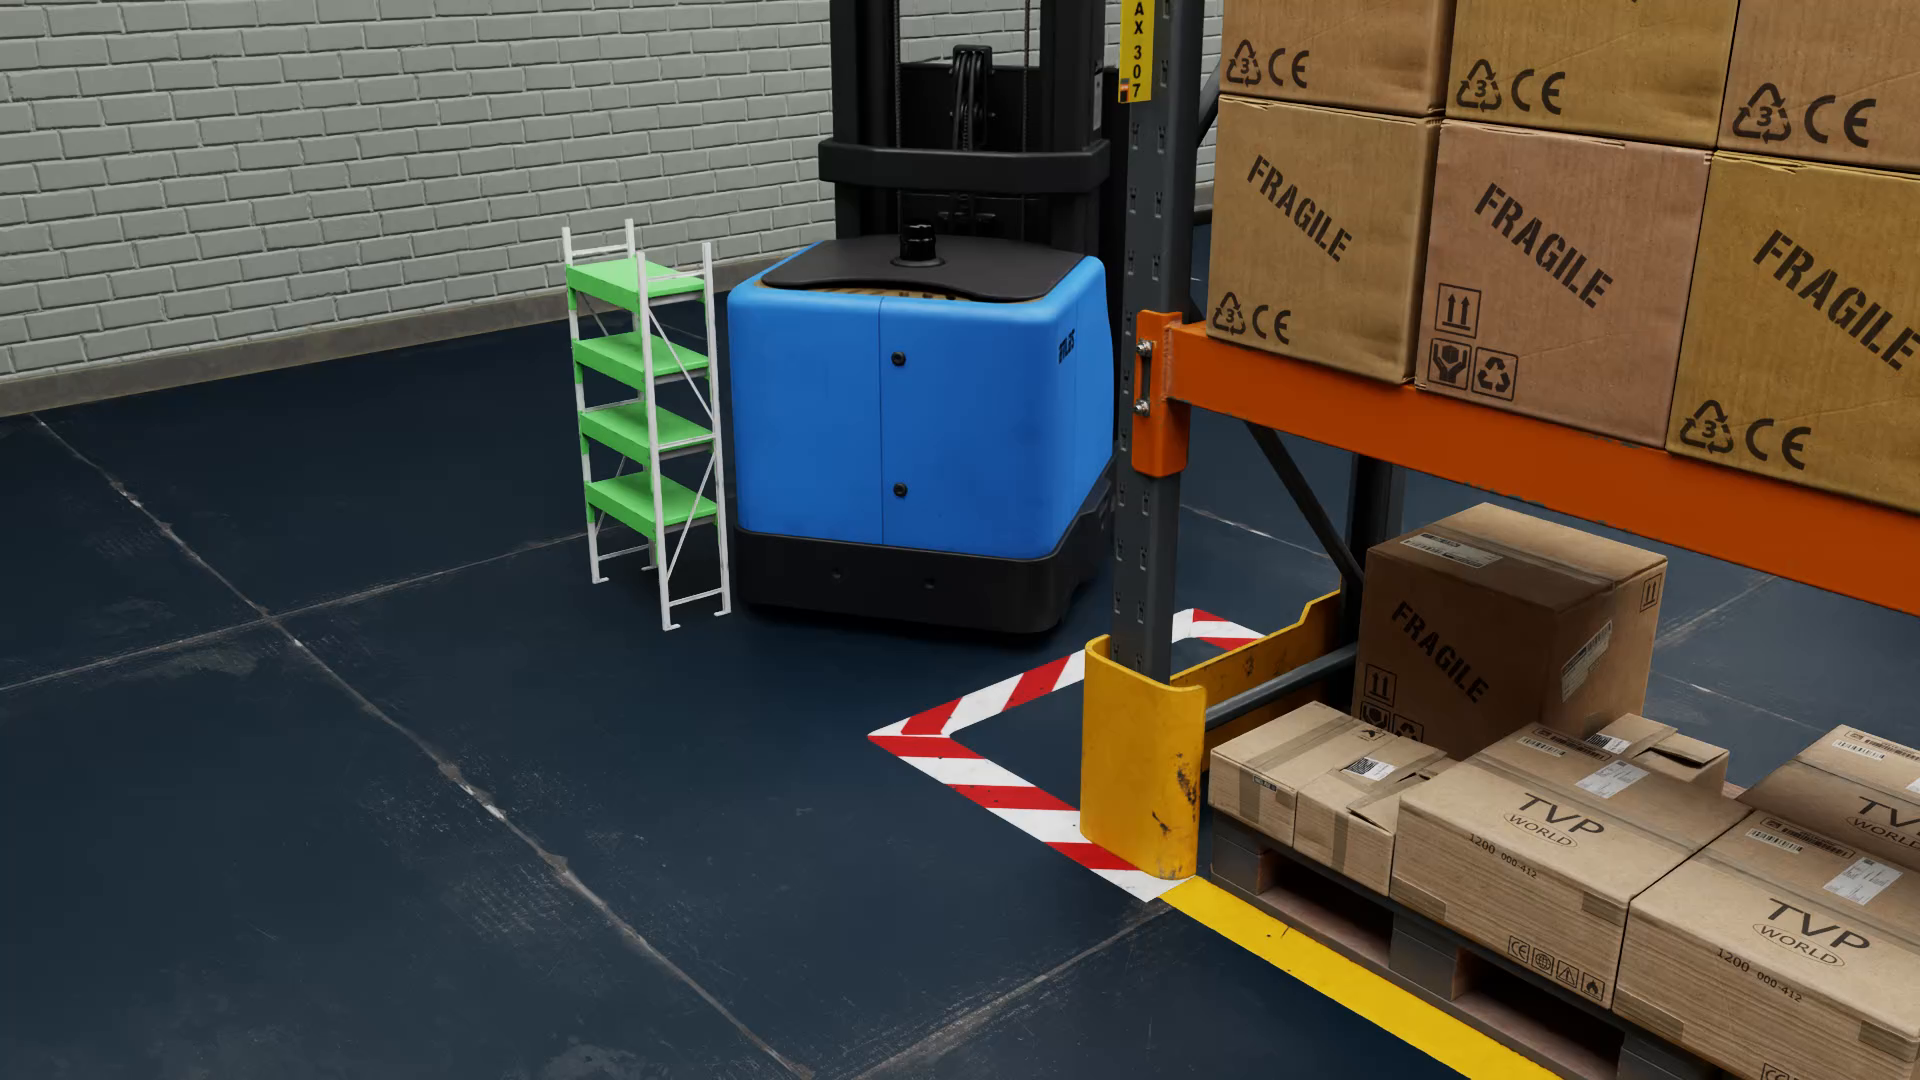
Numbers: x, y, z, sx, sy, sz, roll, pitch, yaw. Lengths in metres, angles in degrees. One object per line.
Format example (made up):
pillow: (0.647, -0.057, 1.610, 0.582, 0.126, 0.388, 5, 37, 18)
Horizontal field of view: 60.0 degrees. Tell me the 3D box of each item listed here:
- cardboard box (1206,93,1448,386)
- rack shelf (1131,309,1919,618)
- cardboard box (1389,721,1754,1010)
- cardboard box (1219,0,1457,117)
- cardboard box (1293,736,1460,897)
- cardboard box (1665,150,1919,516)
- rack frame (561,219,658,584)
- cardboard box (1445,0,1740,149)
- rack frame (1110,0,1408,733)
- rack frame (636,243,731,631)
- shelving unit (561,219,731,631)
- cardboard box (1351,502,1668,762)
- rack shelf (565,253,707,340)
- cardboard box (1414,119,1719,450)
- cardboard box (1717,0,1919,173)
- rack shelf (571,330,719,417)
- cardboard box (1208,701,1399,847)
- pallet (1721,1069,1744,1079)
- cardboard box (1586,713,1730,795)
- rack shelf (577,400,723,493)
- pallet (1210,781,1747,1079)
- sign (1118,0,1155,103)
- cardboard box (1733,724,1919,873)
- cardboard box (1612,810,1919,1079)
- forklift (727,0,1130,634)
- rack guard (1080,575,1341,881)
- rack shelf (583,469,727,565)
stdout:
cardboard box: (0.867, -0.651, 3.396, 0.500, 0.500, 0.500, -17, 27, -36)
rack shelf: (2.082, 0.098, 2.608, 1.077, 0.370, 4.000, -17, 27, -37)
cardboard box: (1.243, 0.642, 3.400, 0.500, 0.250, 0.500, -17, 27, -37)
cardboard box: (0.867, -1.116, 3.213, 0.500, 0.500, 0.500, -16, 27, -36)
cardboard box: (0.953, 0.591, 3.643, 0.380, 0.166, 0.250, -17, 27, -37)
cardboard box: (1.533, -0.370, 2.679, 0.500, 0.500, 0.500, -18, 27, -38)
rack frame: (-1.142, -0.439, 5.460, 0.240, 1.200, 0.015, -16, 26, -35)
cardboard box: (1.213, -0.974, 2.849, 0.500, 0.500, 0.500, -17, 27, -37)
rack frame: (0.777, -0.790, 3.887, 1.000, 3.000, 0.127, -17, 27, -37)
rack frame: (-0.841, -0.299, 5.103, 0.240, 1.200, 0.015, -16, 26, -35)
shelving unit: (-0.992, -0.369, 5.281, 0.258, 1.200, 0.503, -16, 26, -35)
cardboard box: (1.318, 0.261, 4.029, 0.500, 0.500, 0.500, -17, 27, -37)
rack shelf: (-0.992, -0.757, 5.130, 0.258, 0.148, 0.480, -16, 26, -35)
cardboard box: (1.207, -0.510, 3.035, 0.500, 0.500, 0.500, -18, 28, -38)
cardboard box: (1.536, -0.834, 2.493, 0.500, 0.500, 0.500, -17, 27, -37)
rack shelf: (-0.992, -0.533, 5.217, 0.258, 0.148, 0.480, -16, 26, -35)
cardboard box: (0.790, 0.530, 3.823, 0.380, 0.149, 0.250, -17, 27, -37)
pallet: (2.140, 1.087, 2.920, 1.003, 0.211, 1.213, -17, 27, -37)
cardboard box: (1.514, 0.550, 3.749, 0.380, 0.166, 0.250, -17, 27, -37)
rack shelf: (-0.992, -0.310, 5.305, 0.258, 0.148, 0.480, -16, 26, -35)
pallet: (1.347, 0.750, 3.780, 1.003, 0.211, 1.213, -17, 27, -37)
sign: (0.366, -1.064, 3.399, 0.100, 0.325, 0.005, -17, 27, -37)
cardboard box: (1.916, 0.647, 3.386, 0.500, 0.250, 0.500, -17, 27, -37)
cardboard box: (1.569, 0.780, 3.047, 0.500, 0.250, 0.500, -17, 27, -37)
forklift: (0.169, -1.586, 6.014, 1.130, 2.935, 3.031, 6, 22, 14)
rack guard: (0.826, 0.395, 4.289, 1.175, 0.500, 0.348, -17, 27, -37)
rack shelf: (-0.992, -0.086, 5.392, 0.258, 0.148, 0.480, -16, 26, -35)
